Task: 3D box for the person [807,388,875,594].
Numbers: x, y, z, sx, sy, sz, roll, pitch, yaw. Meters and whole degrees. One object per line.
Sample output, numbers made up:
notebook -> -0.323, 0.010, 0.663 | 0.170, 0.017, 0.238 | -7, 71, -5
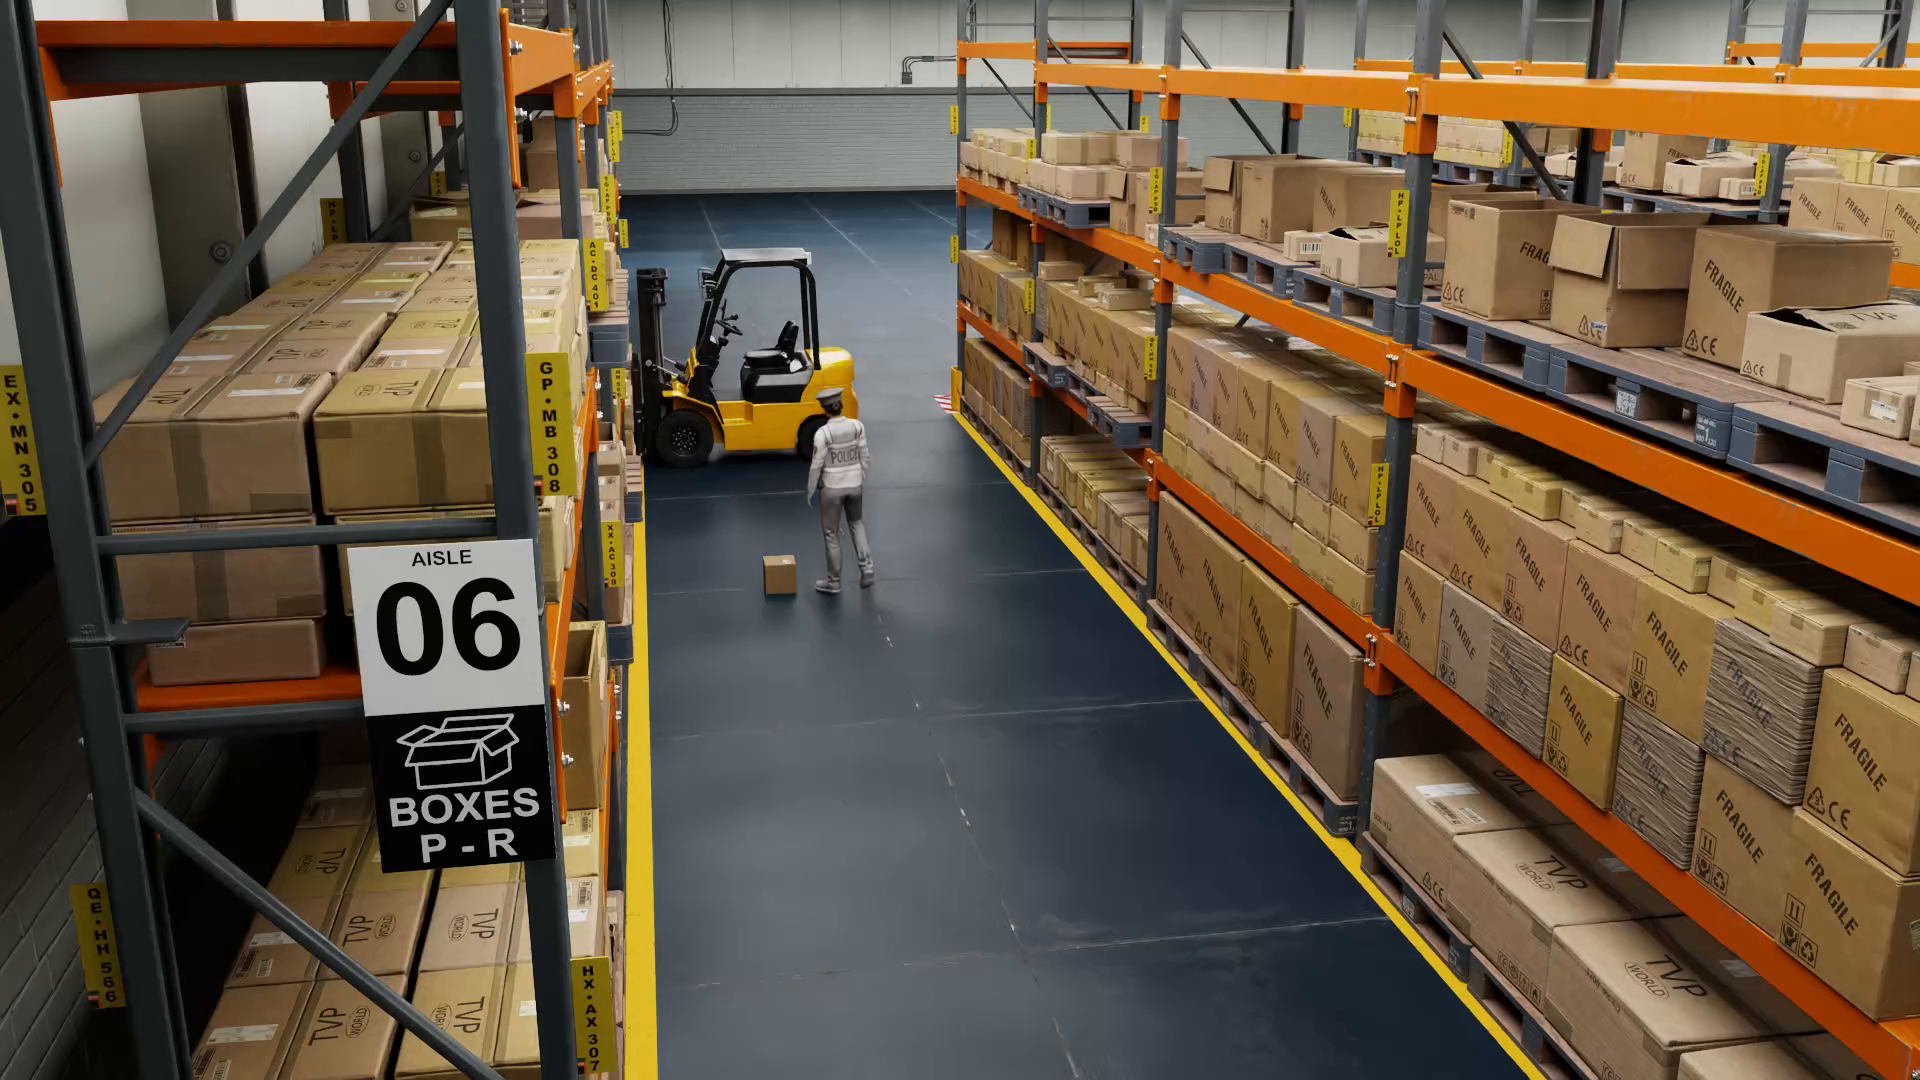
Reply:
person -> -0.954, -0.383, 13.319 | 0.561, 1.701, 0.375 | -12, 20, -34
